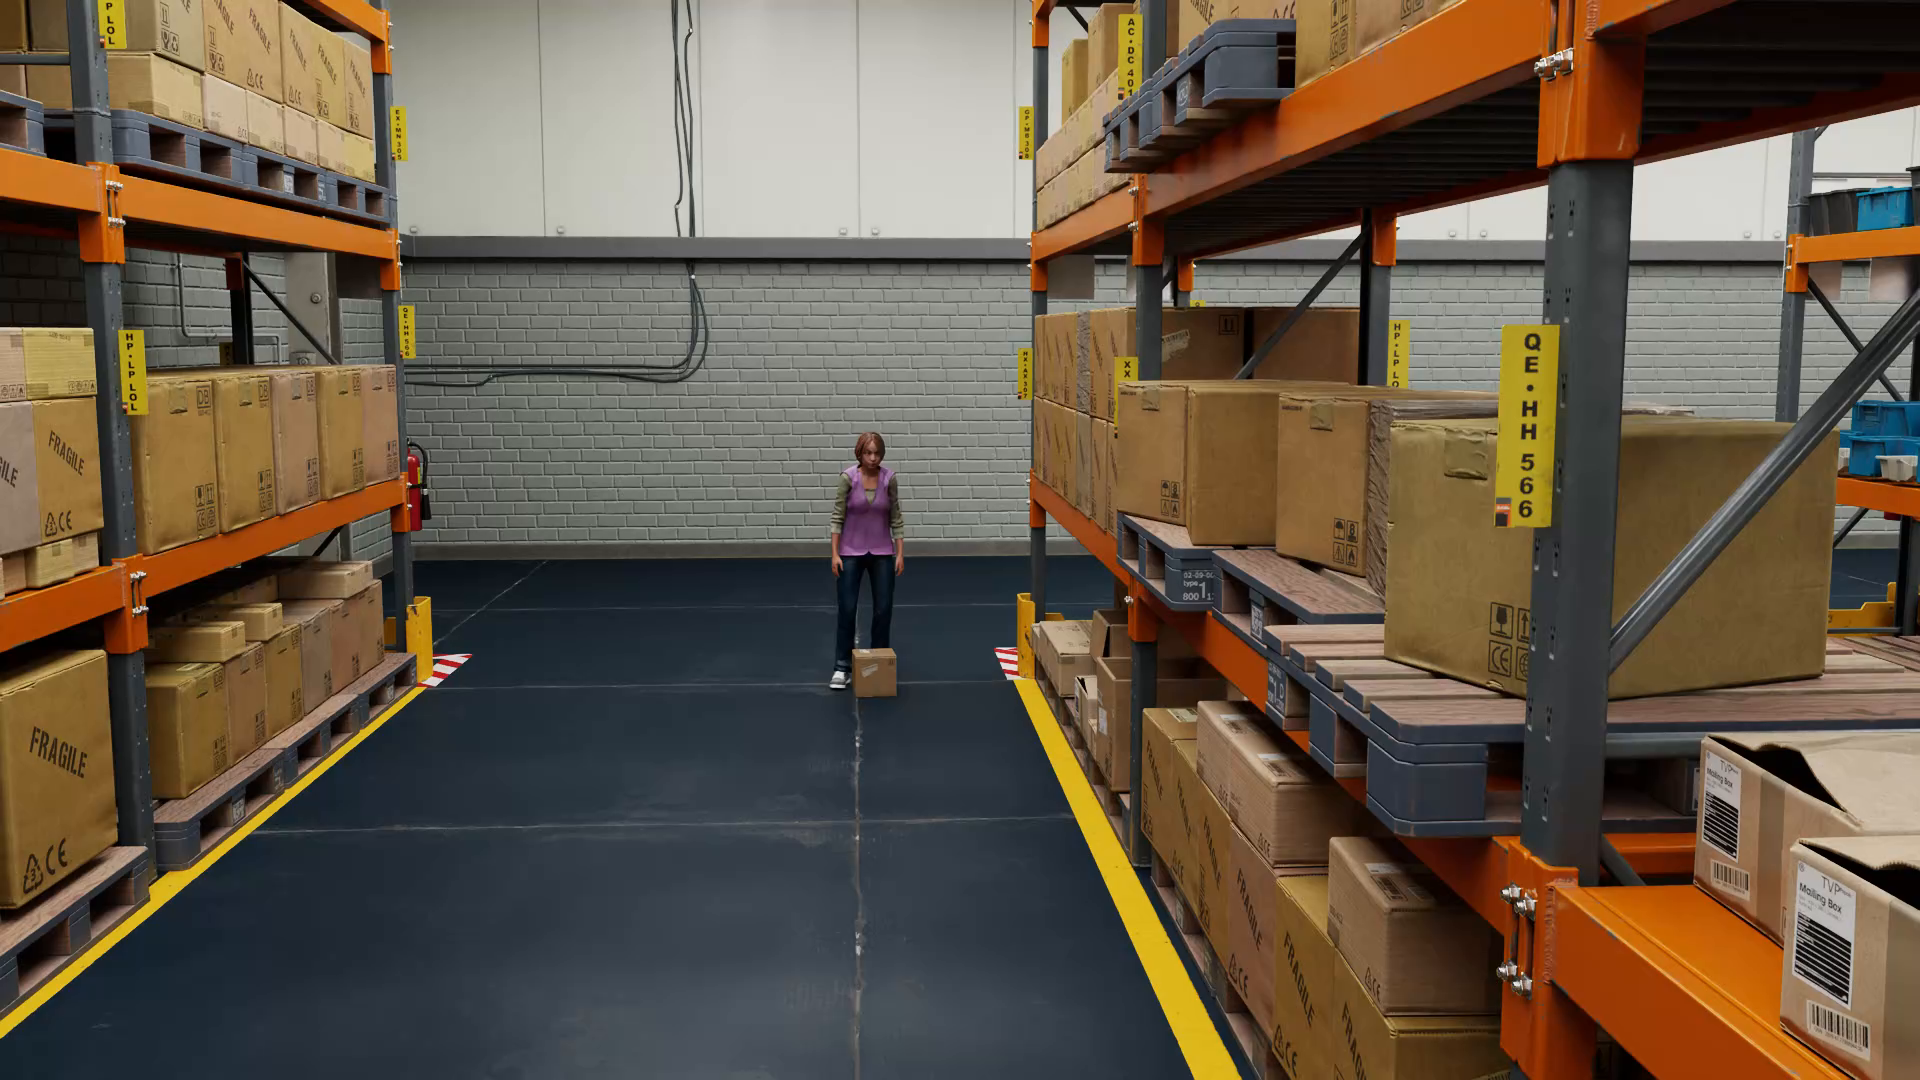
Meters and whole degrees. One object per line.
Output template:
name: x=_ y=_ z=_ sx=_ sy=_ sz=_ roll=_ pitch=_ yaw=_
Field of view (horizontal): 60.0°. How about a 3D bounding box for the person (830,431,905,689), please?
person: x=-0.583 y=0.124 z=10.345 sx=0.486 sy=1.583 sz=0.341 roll=-1 pitch=7 yaw=-11
